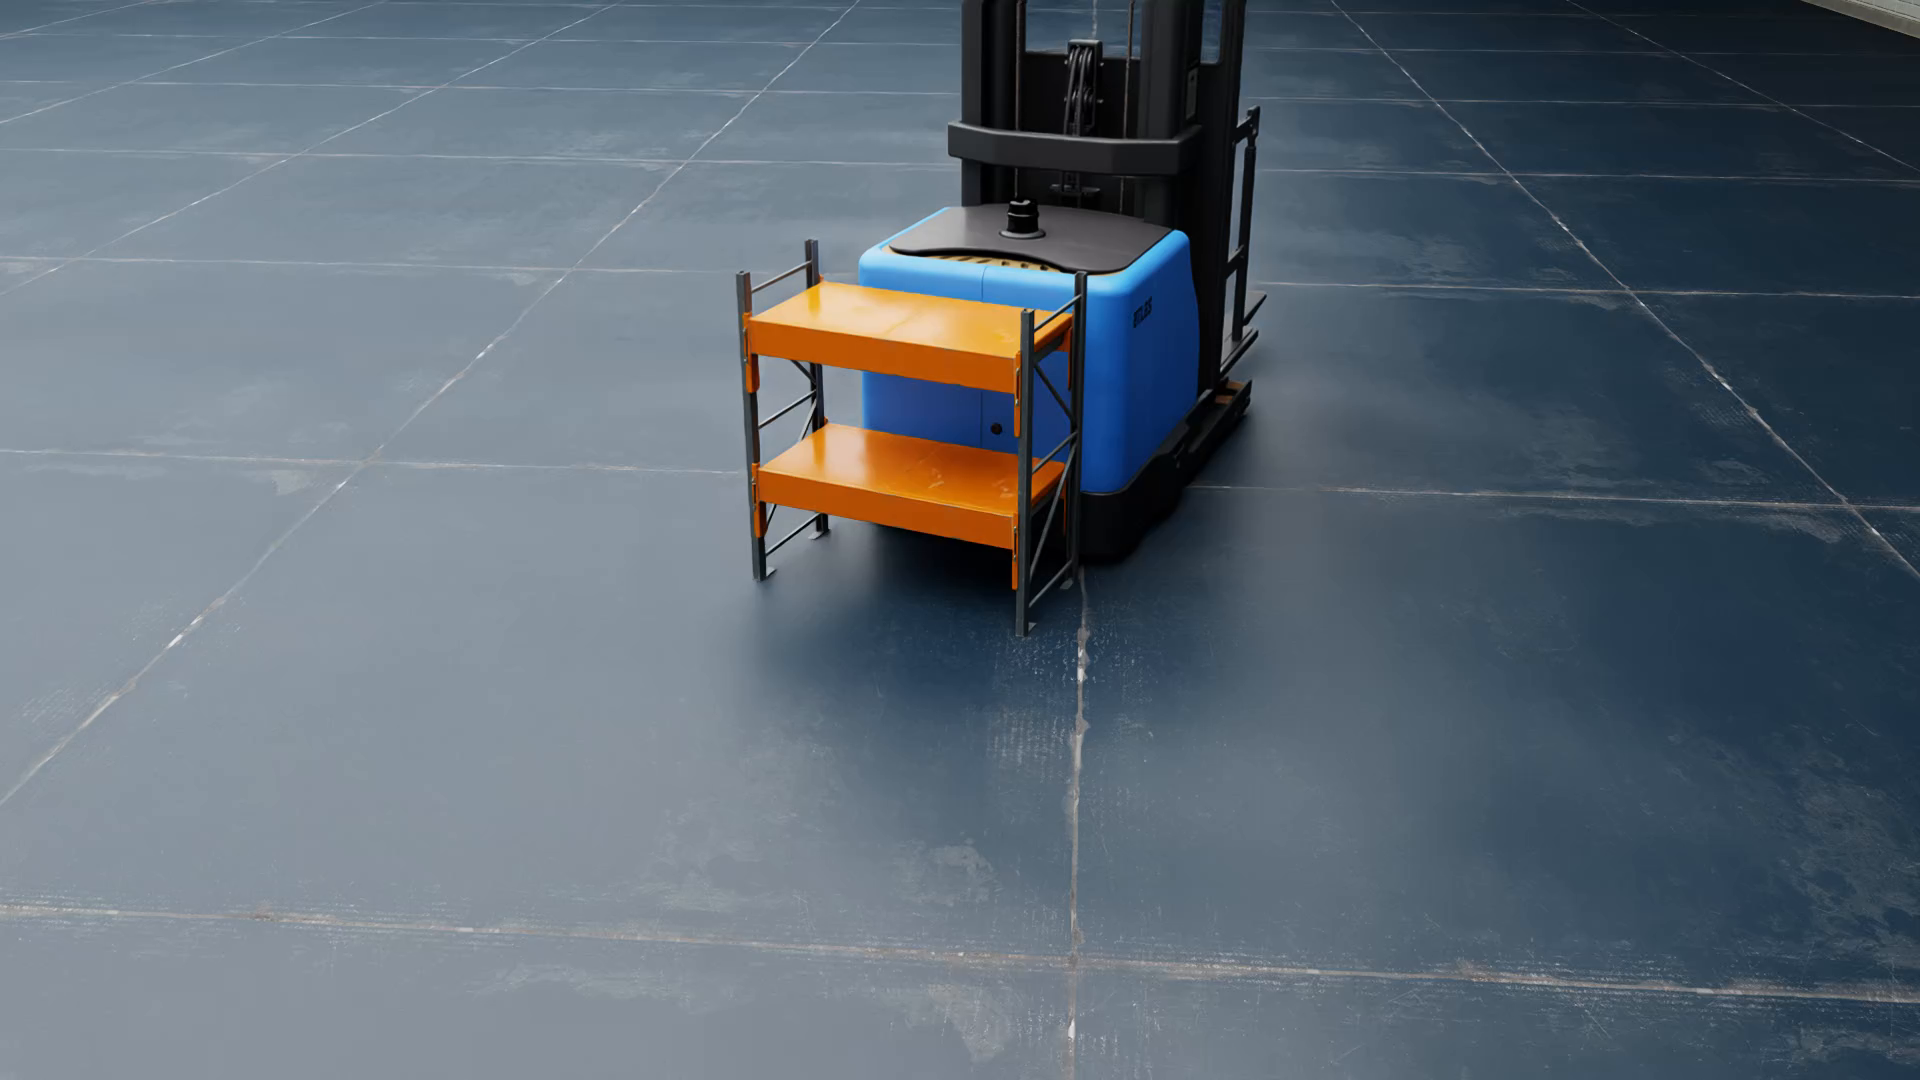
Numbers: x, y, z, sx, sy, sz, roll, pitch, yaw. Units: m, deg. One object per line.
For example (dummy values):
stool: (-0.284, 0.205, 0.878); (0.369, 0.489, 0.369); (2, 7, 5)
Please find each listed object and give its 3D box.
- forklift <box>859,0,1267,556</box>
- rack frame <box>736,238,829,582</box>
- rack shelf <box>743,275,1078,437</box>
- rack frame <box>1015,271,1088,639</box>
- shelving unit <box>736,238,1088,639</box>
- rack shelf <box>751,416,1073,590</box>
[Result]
forklift: (0.659, -1.863, 6.793); (1.130, 2.935, 3.031); (10, 27, 21)
rack frame: (-0.619, -0.458, 5.899); (0.032, 1.125, 0.500); (11, 27, 22)
rack shelf: (-0.158, -0.634, 5.582); (1.000, 0.278, 0.538); (11, 27, 22)
rack frame: (0.303, -0.279, 5.510); (0.032, 1.125, 0.500); (11, 27, 22)
shelving unit: (-0.158, -0.368, 5.705); (1.048, 1.125, 0.538); (11, 27, 22)
rack shelf: (-0.158, -0.146, 5.807); (1.000, 0.278, 0.538); (11, 27, 22)
